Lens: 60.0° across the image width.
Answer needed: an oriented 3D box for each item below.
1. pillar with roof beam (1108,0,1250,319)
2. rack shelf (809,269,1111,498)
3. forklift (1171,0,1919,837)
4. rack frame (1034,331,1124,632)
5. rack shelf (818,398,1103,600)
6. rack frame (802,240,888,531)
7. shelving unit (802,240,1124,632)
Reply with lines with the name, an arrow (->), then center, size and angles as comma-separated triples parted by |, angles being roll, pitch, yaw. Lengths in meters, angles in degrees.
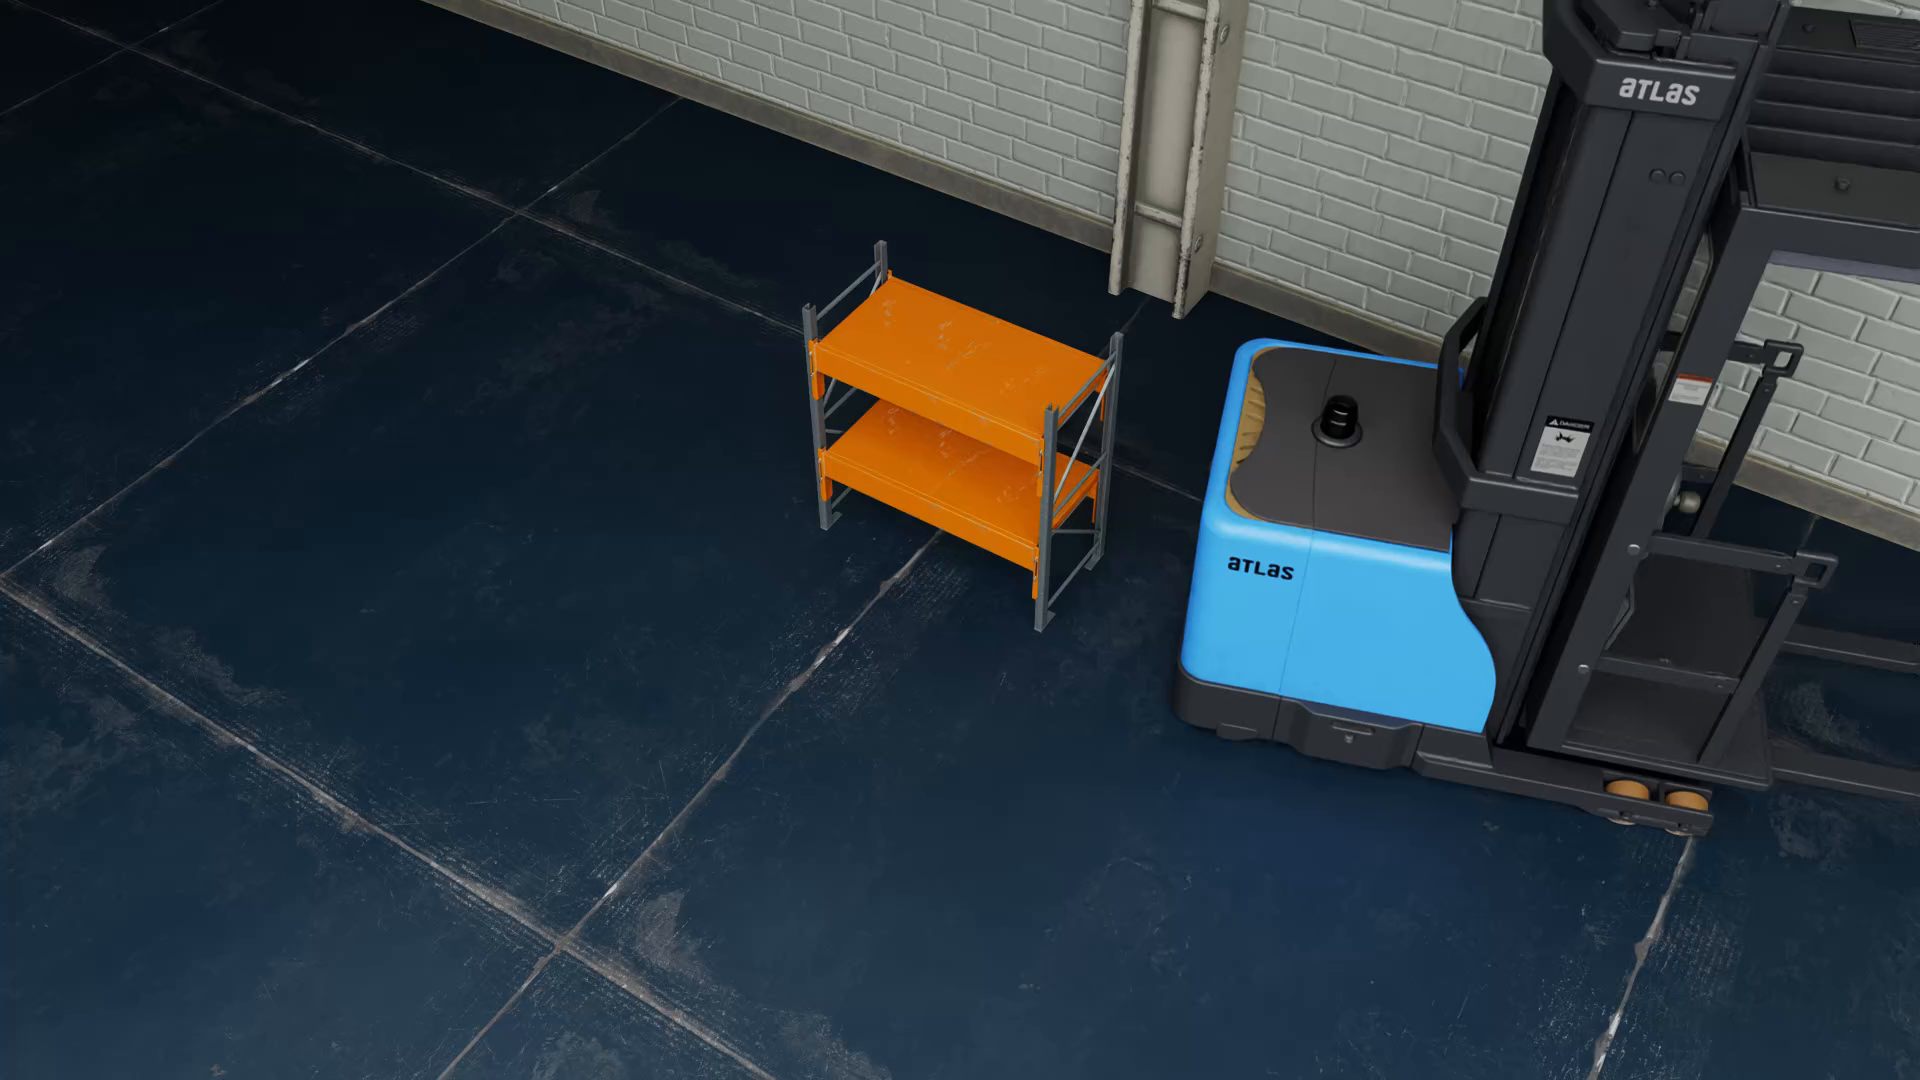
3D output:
pillar with roof beam -> -1.375, -1.732, 2.158 | 0.400, 9.000, 9.100 | 25, 51, 22
rack shelf -> 0.006, -0.593, 6.134 | 1.000, 0.278, 0.538 | 25, 51, 22
forklift -> 2.344, -0.422, 5.116 | 3.031, 2.935, 1.130 | 10, 47, 10
rack frame -> 0.434, -0.193, 6.153 | 0.032, 1.125, 0.500 | 25, 51, 22
rack shelf -> 0.006, -0.219, 6.519 | 1.000, 0.278, 0.538 | 25, 51, 22
rack frame -> -0.422, -0.586, 6.535 | 0.032, 1.125, 0.500 | 25, 51, 22
shelving unit -> 0.006, -0.389, 6.344 | 1.048, 1.125, 0.538 | 25, 51, 22
